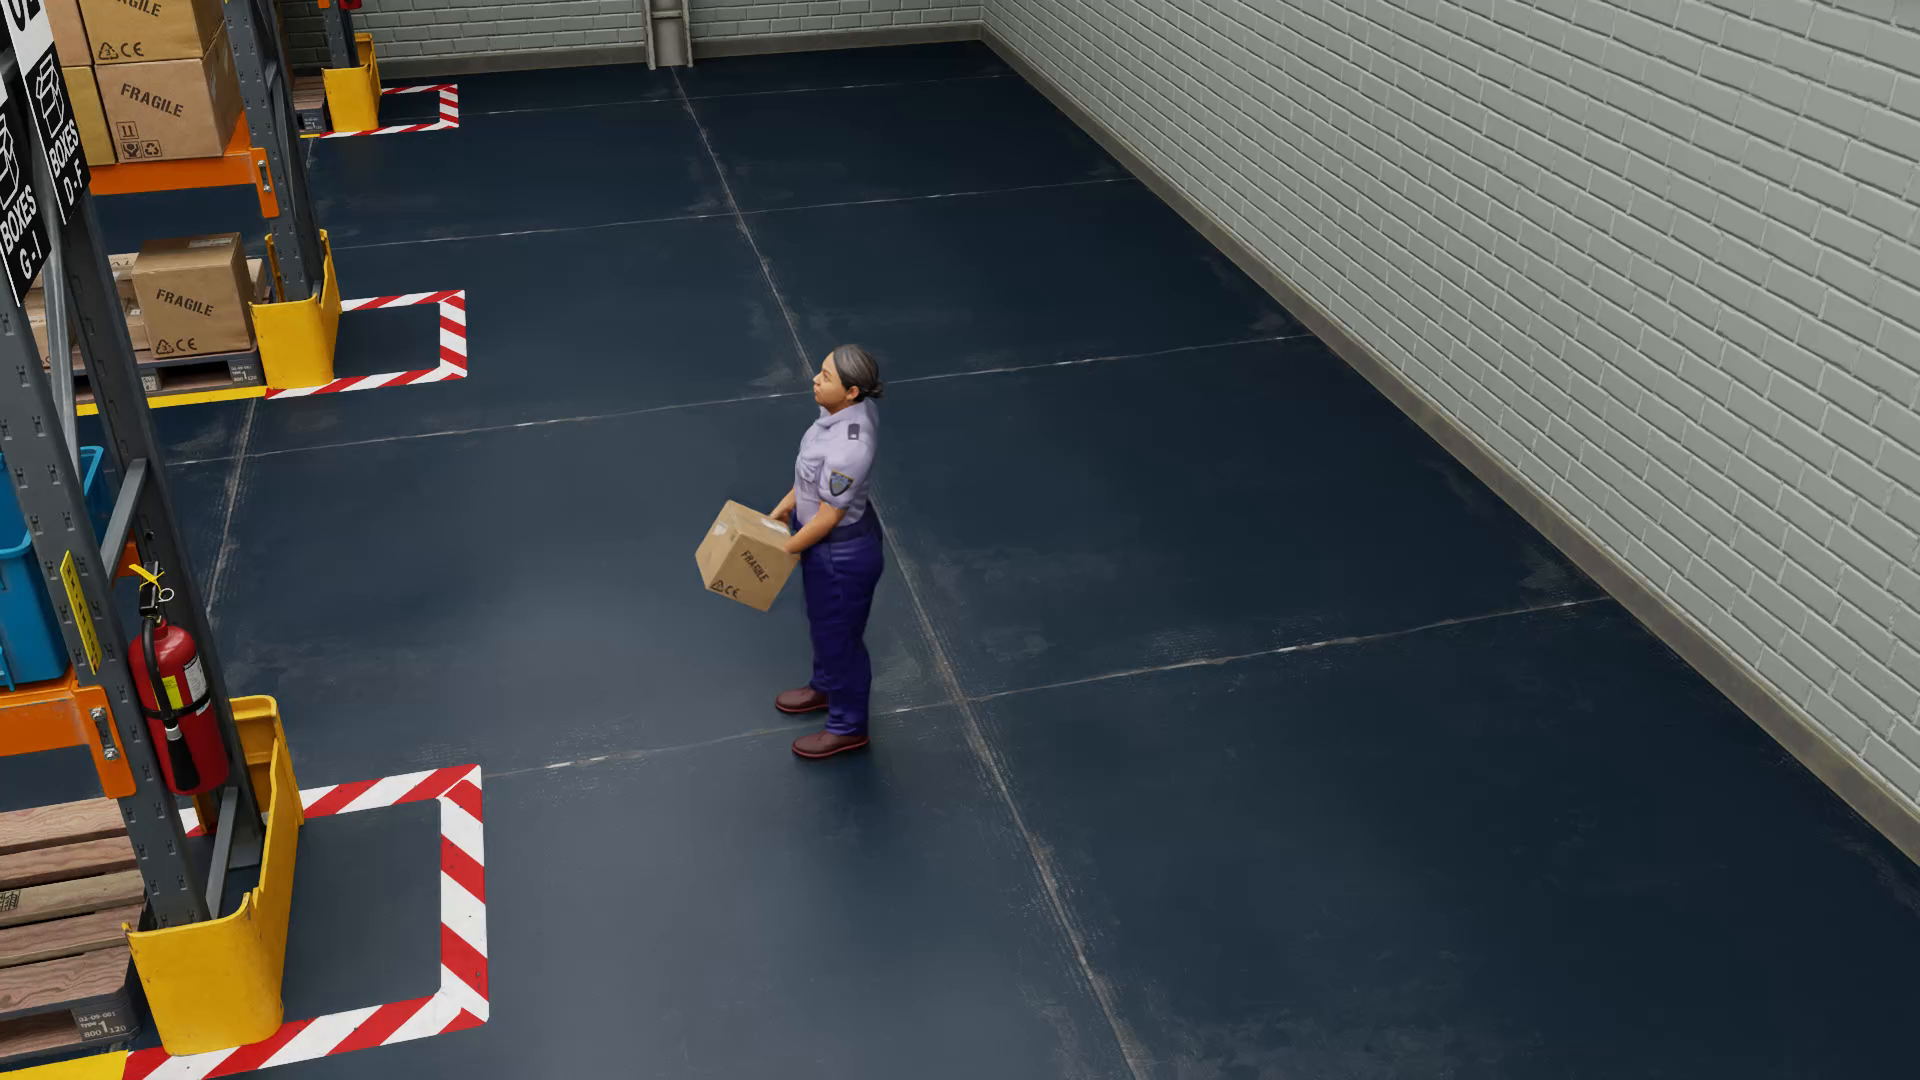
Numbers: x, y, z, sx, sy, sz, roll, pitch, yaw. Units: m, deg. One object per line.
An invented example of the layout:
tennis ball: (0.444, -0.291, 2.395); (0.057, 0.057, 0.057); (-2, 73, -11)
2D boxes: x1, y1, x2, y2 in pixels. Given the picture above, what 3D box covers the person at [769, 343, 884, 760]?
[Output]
person: (-0.498, 0.042, 6.071); (0.474, 1.650, 0.503); (-1, 30, -2)
